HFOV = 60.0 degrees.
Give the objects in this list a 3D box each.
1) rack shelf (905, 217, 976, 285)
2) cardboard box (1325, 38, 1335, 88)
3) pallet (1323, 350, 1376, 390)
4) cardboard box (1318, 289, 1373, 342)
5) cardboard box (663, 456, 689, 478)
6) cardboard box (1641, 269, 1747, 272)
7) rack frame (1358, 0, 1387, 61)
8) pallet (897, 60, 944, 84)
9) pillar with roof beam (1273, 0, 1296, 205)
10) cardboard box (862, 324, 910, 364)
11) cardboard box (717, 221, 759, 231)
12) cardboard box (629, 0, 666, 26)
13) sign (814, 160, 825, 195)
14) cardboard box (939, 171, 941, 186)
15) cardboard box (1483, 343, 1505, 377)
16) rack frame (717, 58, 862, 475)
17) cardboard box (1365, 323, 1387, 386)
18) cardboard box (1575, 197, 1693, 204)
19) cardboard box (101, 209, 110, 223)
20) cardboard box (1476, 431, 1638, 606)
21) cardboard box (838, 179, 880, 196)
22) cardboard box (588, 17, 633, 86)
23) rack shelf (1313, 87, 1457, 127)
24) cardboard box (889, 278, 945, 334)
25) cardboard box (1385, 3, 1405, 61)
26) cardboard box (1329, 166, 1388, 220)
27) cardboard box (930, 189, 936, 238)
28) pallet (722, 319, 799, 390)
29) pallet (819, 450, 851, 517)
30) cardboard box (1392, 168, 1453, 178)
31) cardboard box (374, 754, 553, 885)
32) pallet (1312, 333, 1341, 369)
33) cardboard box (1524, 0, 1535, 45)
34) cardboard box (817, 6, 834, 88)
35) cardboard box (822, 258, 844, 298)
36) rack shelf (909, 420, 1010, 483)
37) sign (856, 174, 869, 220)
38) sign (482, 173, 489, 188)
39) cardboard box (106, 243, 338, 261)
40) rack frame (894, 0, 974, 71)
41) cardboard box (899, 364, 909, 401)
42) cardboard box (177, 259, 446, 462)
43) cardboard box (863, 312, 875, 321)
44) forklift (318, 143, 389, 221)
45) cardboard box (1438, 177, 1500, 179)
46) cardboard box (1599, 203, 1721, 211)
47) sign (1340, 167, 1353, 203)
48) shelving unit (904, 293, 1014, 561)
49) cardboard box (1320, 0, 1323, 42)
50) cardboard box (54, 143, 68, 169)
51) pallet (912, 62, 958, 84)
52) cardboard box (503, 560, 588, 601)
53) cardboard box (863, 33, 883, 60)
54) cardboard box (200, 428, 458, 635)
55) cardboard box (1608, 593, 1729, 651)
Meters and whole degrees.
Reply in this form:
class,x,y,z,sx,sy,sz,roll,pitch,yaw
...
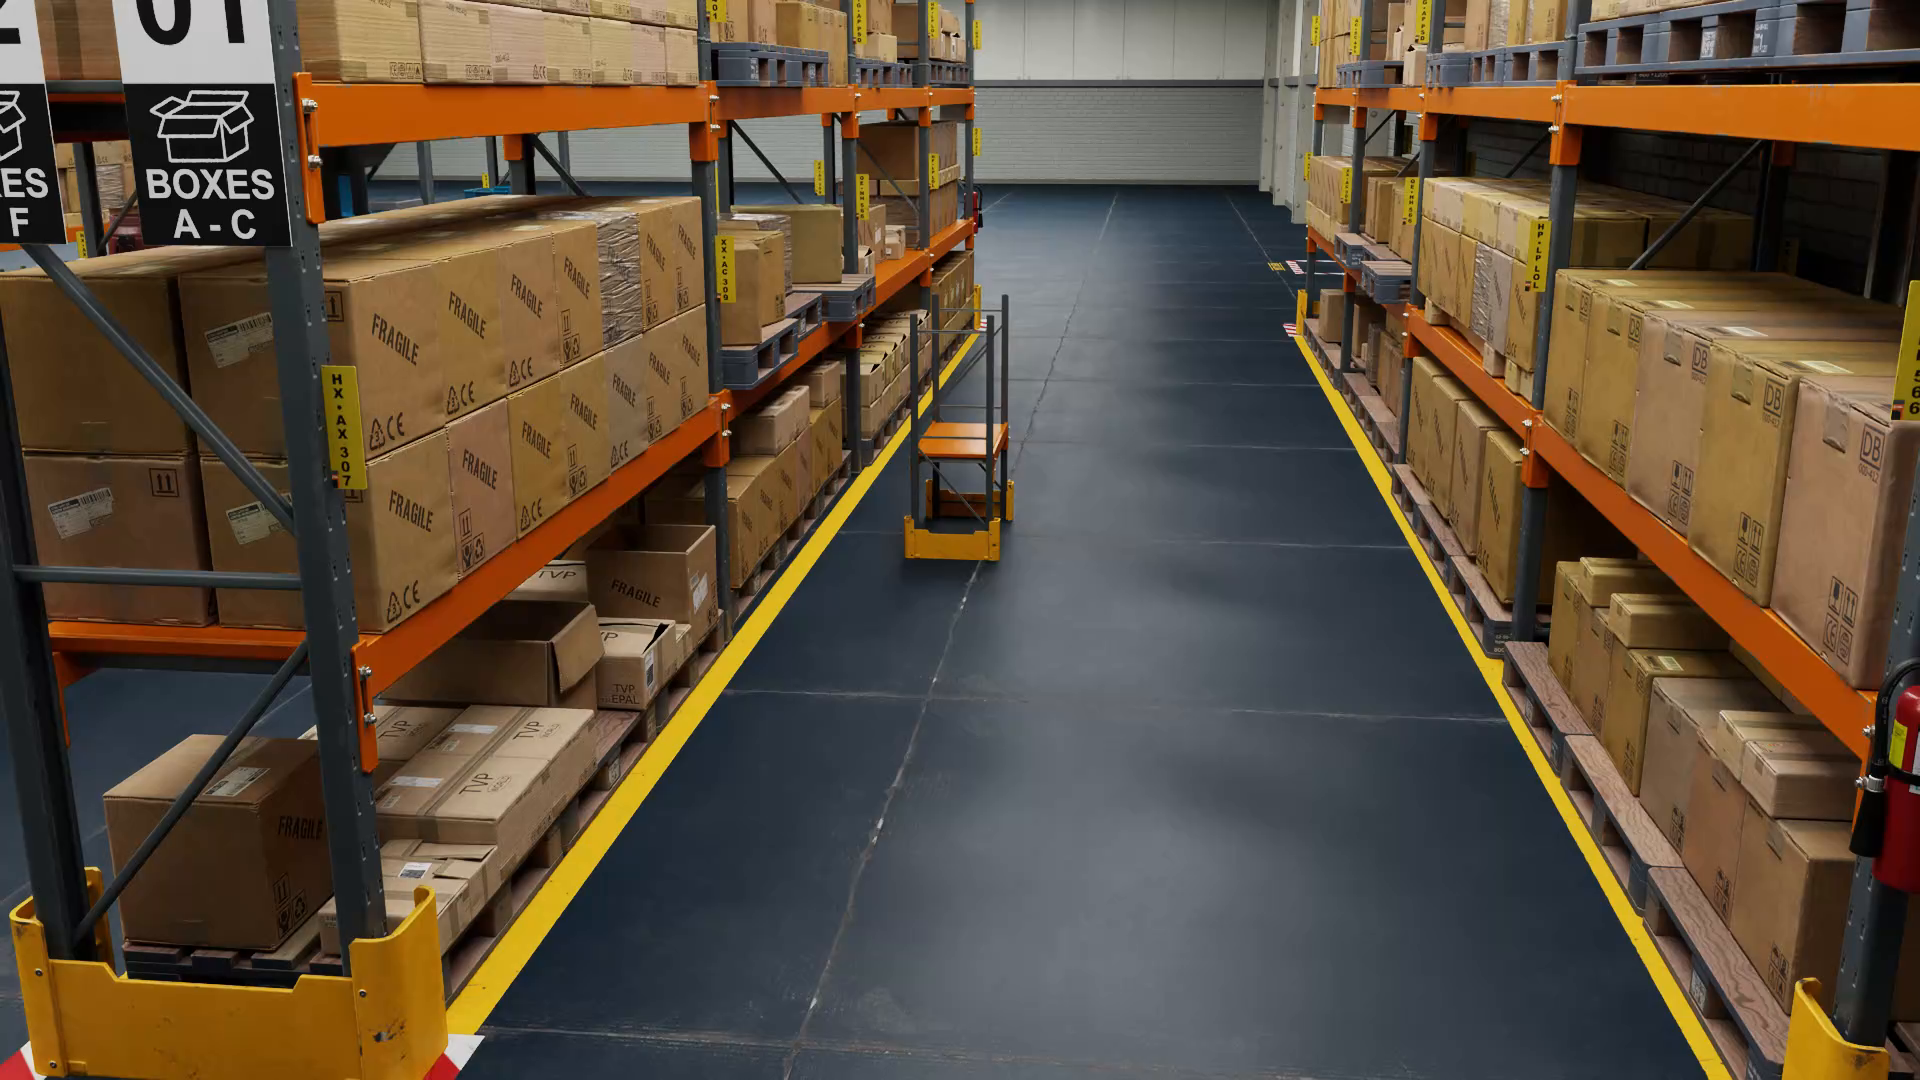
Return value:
class,x,y,z,sx,sy,sz,roll,pitch,yaw
rack shelf,-0.568,-3.173,18.030,1.077,0.370,4.000,2,15,6
cardboard box,4.143,-5.048,17.608,0.500,0.500,0.500,2,15,9
pallet,4.169,-1.686,16.494,1.003,0.211,1.213,2,15,6
cardboard box,4.216,-2.387,17.688,0.700,0.500,0.500,1,15,3
cardboard box,-1.862,-0.197,9.591,0.500,0.500,0.500,2,15,6
cardboard box,3.528,-1.096,8.168,0.500,0.500,0.500,1,15,4
rack frame,4.128,-5.753,14.699,1.000,3.000,0.127,2,15,6
pallet,-0.723,-4.629,16.459,1.003,0.211,1.213,2,15,6
pillar with roof beam,3.791,-12.935,41.259,9.100,9.000,0.400,2,15,6
cardboard box,-0.666,-1.770,14.851,0.500,0.311,0.500,2,15,6
cardboard box,-1.559,-1.638,9.978,0.700,0.500,0.500,-2,15,-8
cardboard box,-1.542,-2.280,6.932,0.500,0.250,0.500,2,15,6
sign,-1.346,-3.474,15.953,0.100,0.325,0.005,2,15,6
cardboard box,-0.400,-3.829,17.643,0.380,0.149,0.250,2,15,6
cardboard box,3.033,-0.969,8.942,0.380,0.149,0.250,2,15,6
rack frame,-1.245,-1.965,12.181,1.000,3.000,0.127,2,15,6
cardboard box,4.062,-1.671,15.043,0.700,0.500,0.500,2,15,8
cardboard box,3.640,-1.723,9.053,0.500,0.250,0.500,1,15,4
cardboard box,-10.077,-3.739,19.224,0.380,0.149,0.250,2,15,6
cardboard box,3.170,-0.120,8.672,0.750,0.750,0.750,2,15,7
cardboard box,-0.976,-3.440,16.204,0.380,0.149,0.250,2,15,6
cardboard box,-1.602,-1.910,6.518,0.500,0.250,0.500,2,15,6
rack shelf,4.354,-4.477,17.102,1.077,0.370,4.000,2,15,6
cardboard box,-0.431,-2.350,16.635,0.500,0.500,0.500,2,15,6
cardboard box,3.987,-4.417,14.507,0.500,0.500,0.500,4,16,14
cardboard box,3.925,-3.418,16.367,0.500,0.500,0.500,2,15,6
cardboard box,-0.637,-3.433,17.418,0.700,0.500,0.500,2,15,7
pallet,-1.498,-1.039,9.124,1.003,0.211,1.213,2,15,6
pallet,-1.367,-0.426,11.833,1.003,0.211,1.213,2,15,6
cardboard box,4.389,-3.272,15.829,0.500,0.500,0.500,1,15,5
cardboard box,-1.748,0.963,5.779,0.500,0.250,0.500,2,15,6
pallet,4.304,-2.004,17.667,1.003,0.211,1.213,2,15,6
cardboard box,3.553,-2.990,9.193,0.700,0.500,0.500,2,15,6
cardboard box,-1.319,-3.214,10.865,0.910,0.500,0.500,2,15,6
cardboard box,-1.161,-2.015,12.537,0.500,0.311,0.500,3,15,10
rack shelf,0.010,-0.572,10.595,0.538,0.185,1.000,2,15,6
sign,-0.705,-2.472,11.990,0.100,0.325,0.005,2,15,6
sign,-5.810,-4.337,20.425,0.100,0.325,0.005,2,15,6
cardboard box,-2.315,-0.675,5.306,0.500,0.500,0.500,2,15,8
rack frame,-0.343,-6.935,19.071,1.000,3.000,0.127,2,15,6
cardboard box,-0.728,-1.366,14.429,0.500,0.250,0.500,2,15,7
cardboard box,-1.836,-0.528,4.761,0.500,0.500,0.500,2,15,8
cardboard box,-1.088,-2.048,15.879,0.500,0.311,0.500,2,15,6
forklift,-4.230,-1.510,10.633,1.130,2.935,3.031,-1,15,-4
cardboard box,3.708,-2.568,12.134,0.380,0.149,0.250,-1,15,-3
cardboard box,3.589,-1.593,8.571,0.500,0.250,0.500,2,15,7
sign,3.588,-3.289,15.420,0.100,0.325,0.005,2,15,6
shelving unit,0.009,-0.744,10.539,0.587,1.500,1.083,2,15,6
cardboard box,4.295,-5.790,18.438,0.500,0.500,0.500,1,15,2
cardboard box,-10.221,-4.338,18.281,0.500,0.500,0.500,2,15,6
pallet,-0.583,-4.945,17.626,1.003,0.211,1.213,2,15,6
cardboard box,-1.959,0.261,8.259,0.500,0.311,0.500,2,15,6
cardboard box,-0.932,-4.278,14.474,0.500,0.250,0.500,0,15,1
cardboard box,-1.836,-0.045,4.892,0.500,0.500,0.500,2,15,7
cardboard box,2.761,0.318,6.480,0.380,0.149,0.250,1,15,5
